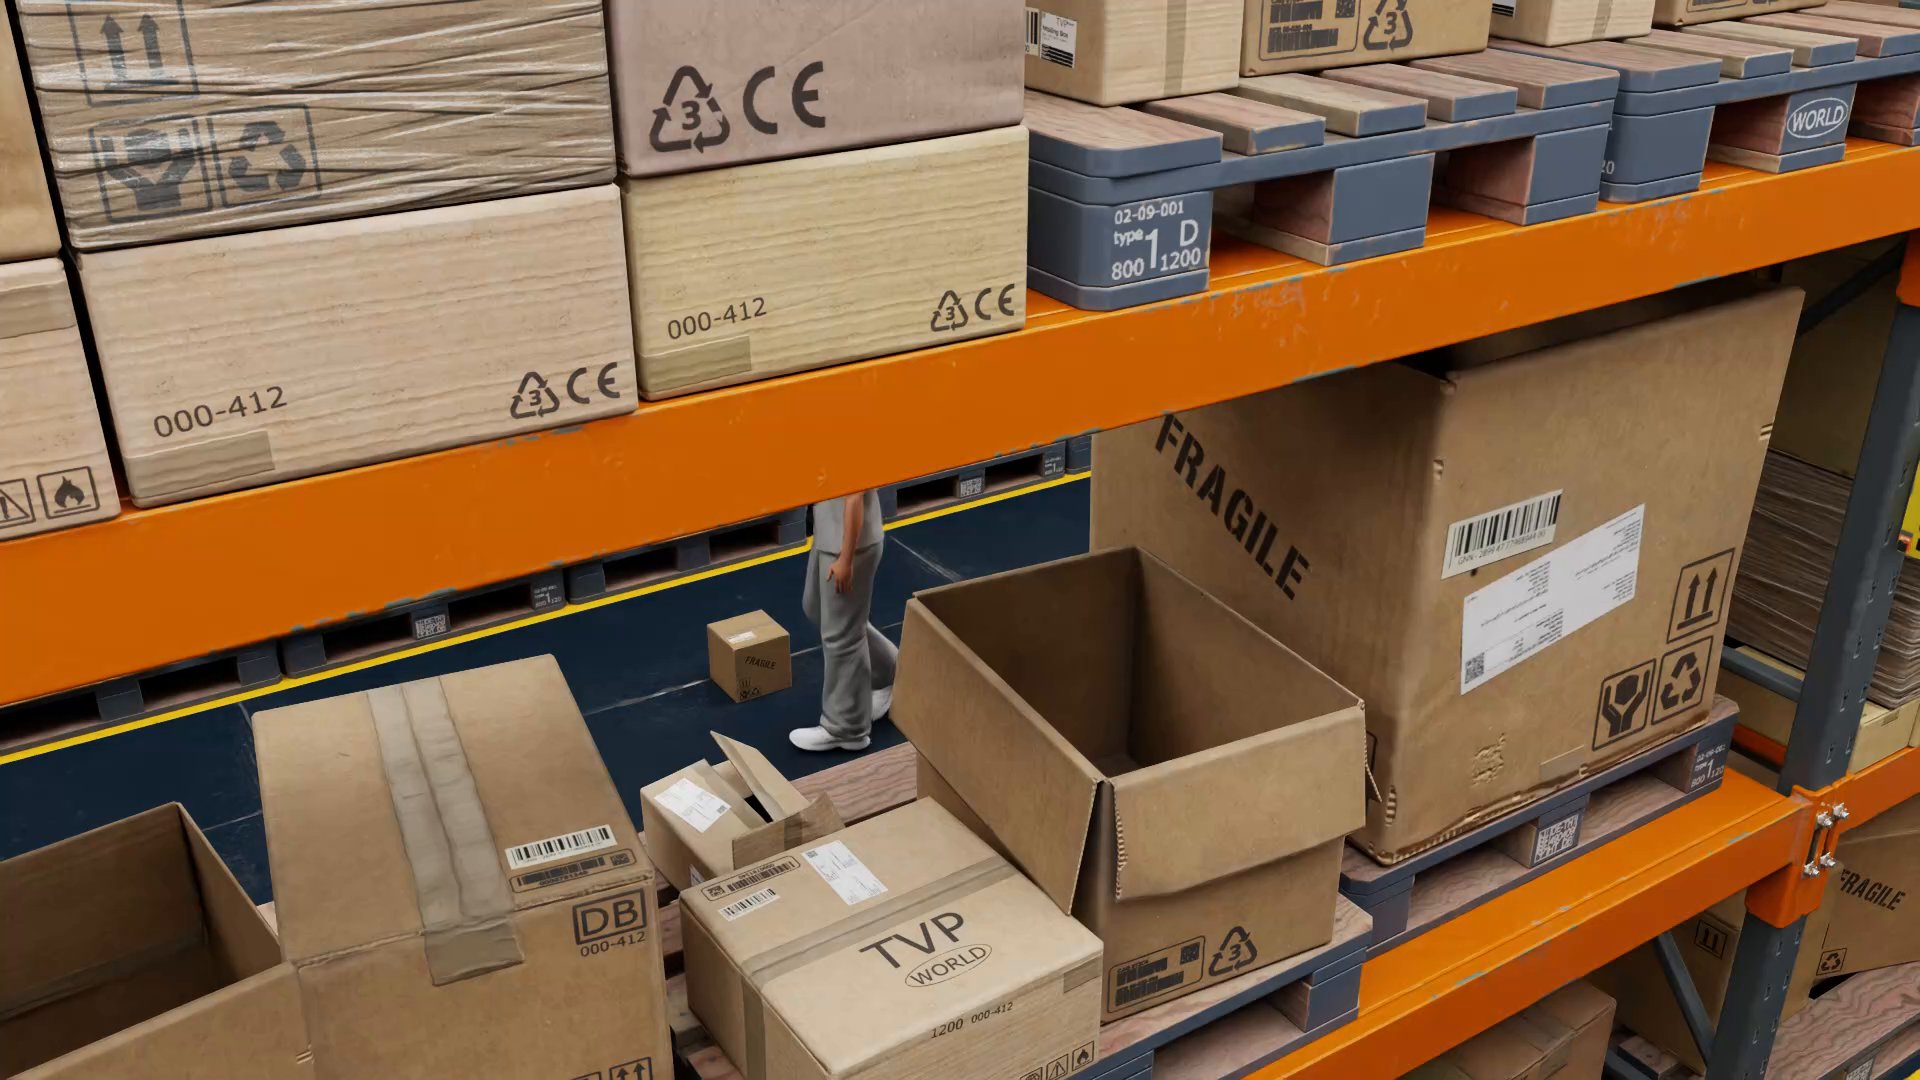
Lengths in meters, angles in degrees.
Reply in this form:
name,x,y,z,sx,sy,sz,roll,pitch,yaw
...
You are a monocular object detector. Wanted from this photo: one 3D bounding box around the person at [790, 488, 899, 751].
name,x,y,z,sx,sy,sz,roll,pitch,yaw
person,-0.396,0.003,6.084,0.522,1.668,0.460,-2,25,-5
